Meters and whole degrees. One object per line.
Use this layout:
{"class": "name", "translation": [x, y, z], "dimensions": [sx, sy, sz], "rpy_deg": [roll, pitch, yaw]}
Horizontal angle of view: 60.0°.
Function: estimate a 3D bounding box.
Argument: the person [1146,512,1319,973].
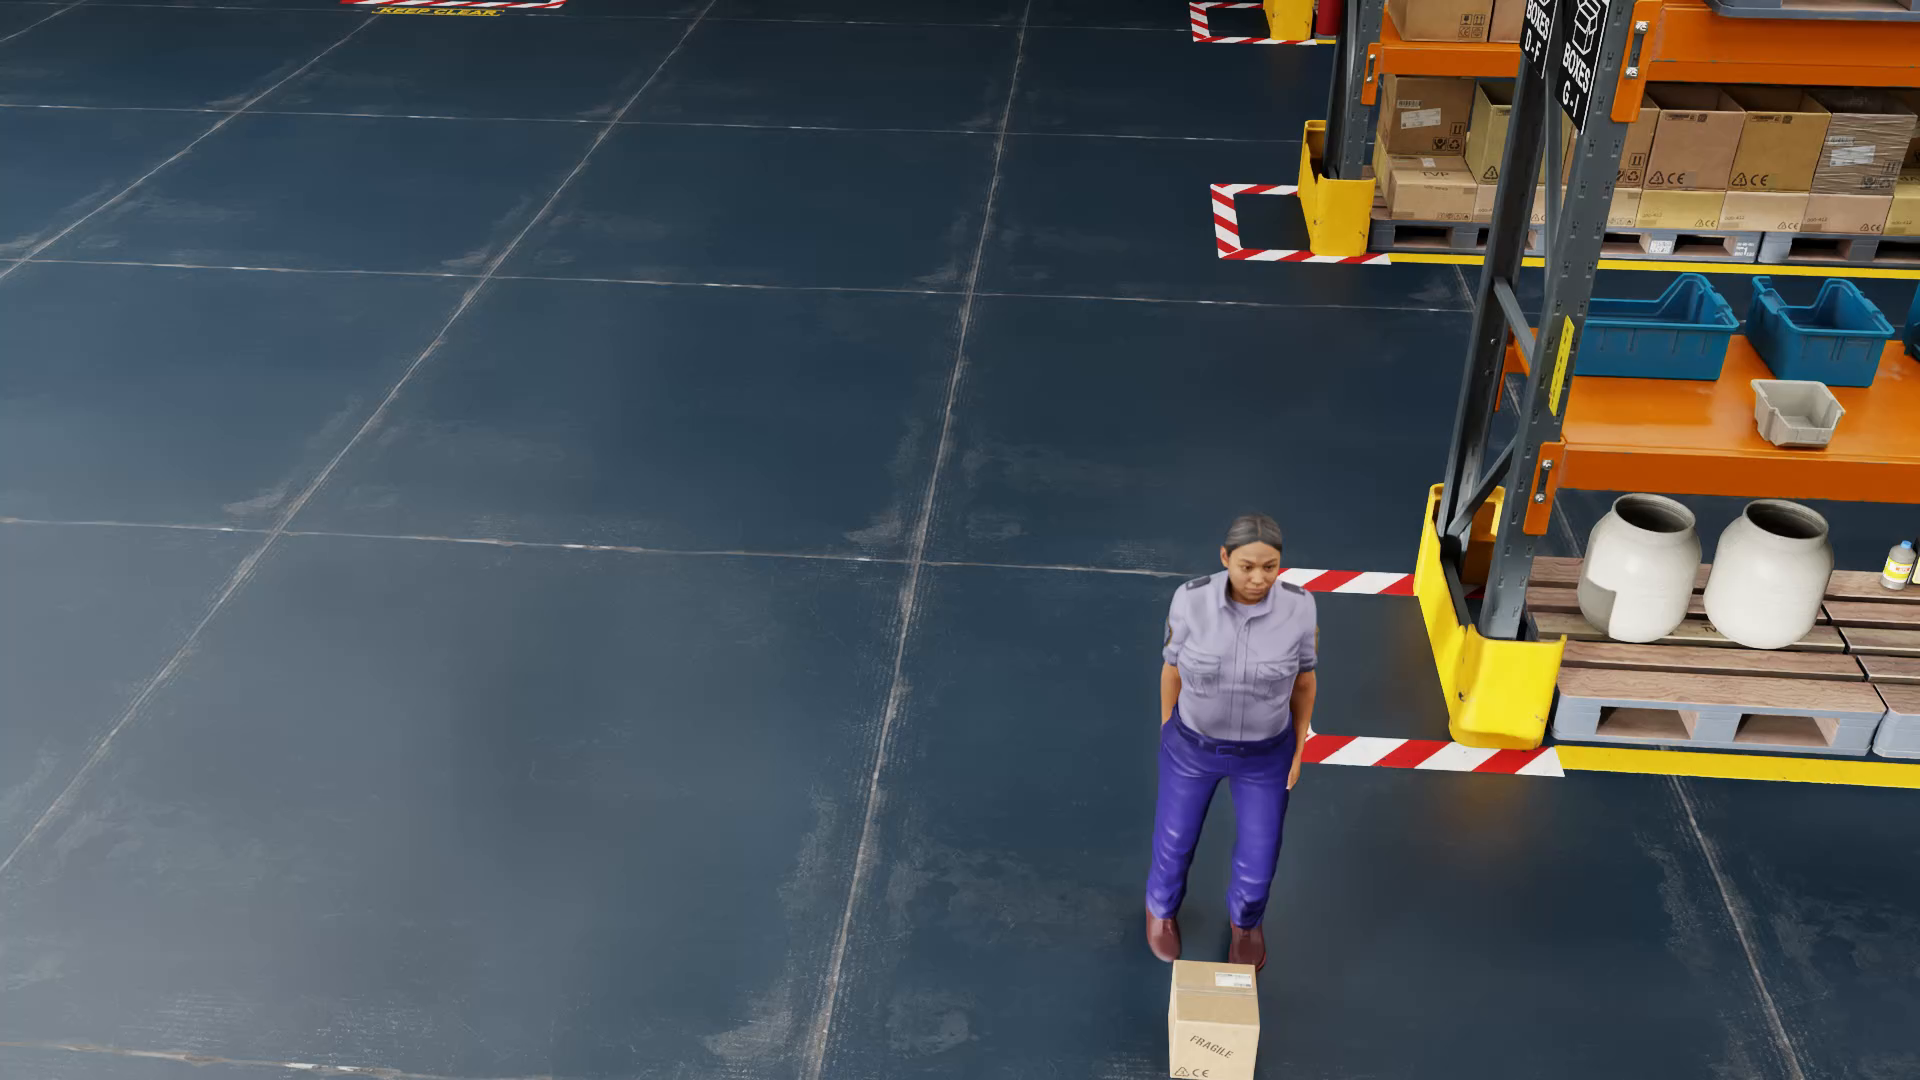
{"class": "person", "translation": [0.840, 0.655, 5.137], "dimensions": [0.467, 1.662, 0.336], "rpy_deg": [3, 32, 5]}
